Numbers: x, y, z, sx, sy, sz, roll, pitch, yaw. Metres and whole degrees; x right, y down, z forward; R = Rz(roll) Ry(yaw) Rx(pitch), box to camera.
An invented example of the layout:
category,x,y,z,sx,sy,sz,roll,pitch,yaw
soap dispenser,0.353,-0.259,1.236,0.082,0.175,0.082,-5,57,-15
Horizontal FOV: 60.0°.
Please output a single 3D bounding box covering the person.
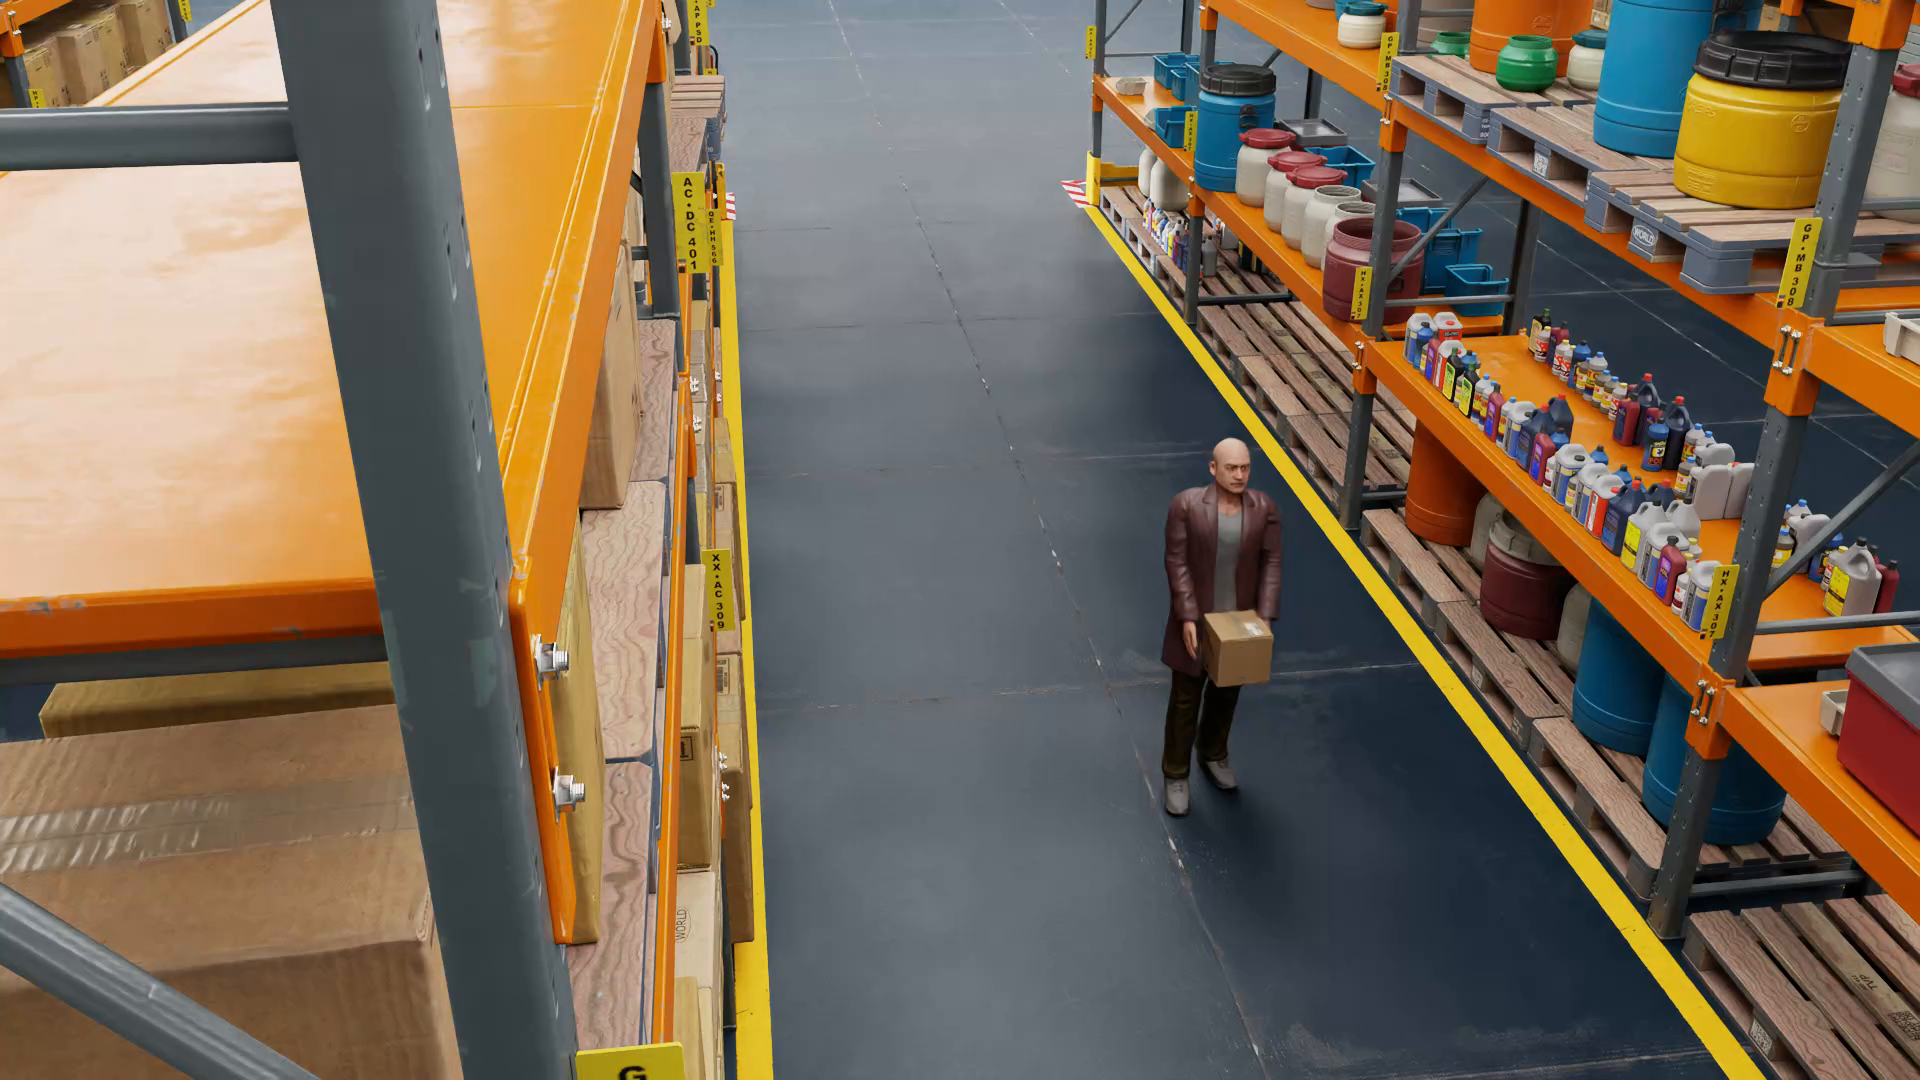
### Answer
category,x,y,z,sx,sy,sz,roll,pitch,yaw
person,1.241,0.448,7.826,0.571,1.692,0.547,-3,27,-6
